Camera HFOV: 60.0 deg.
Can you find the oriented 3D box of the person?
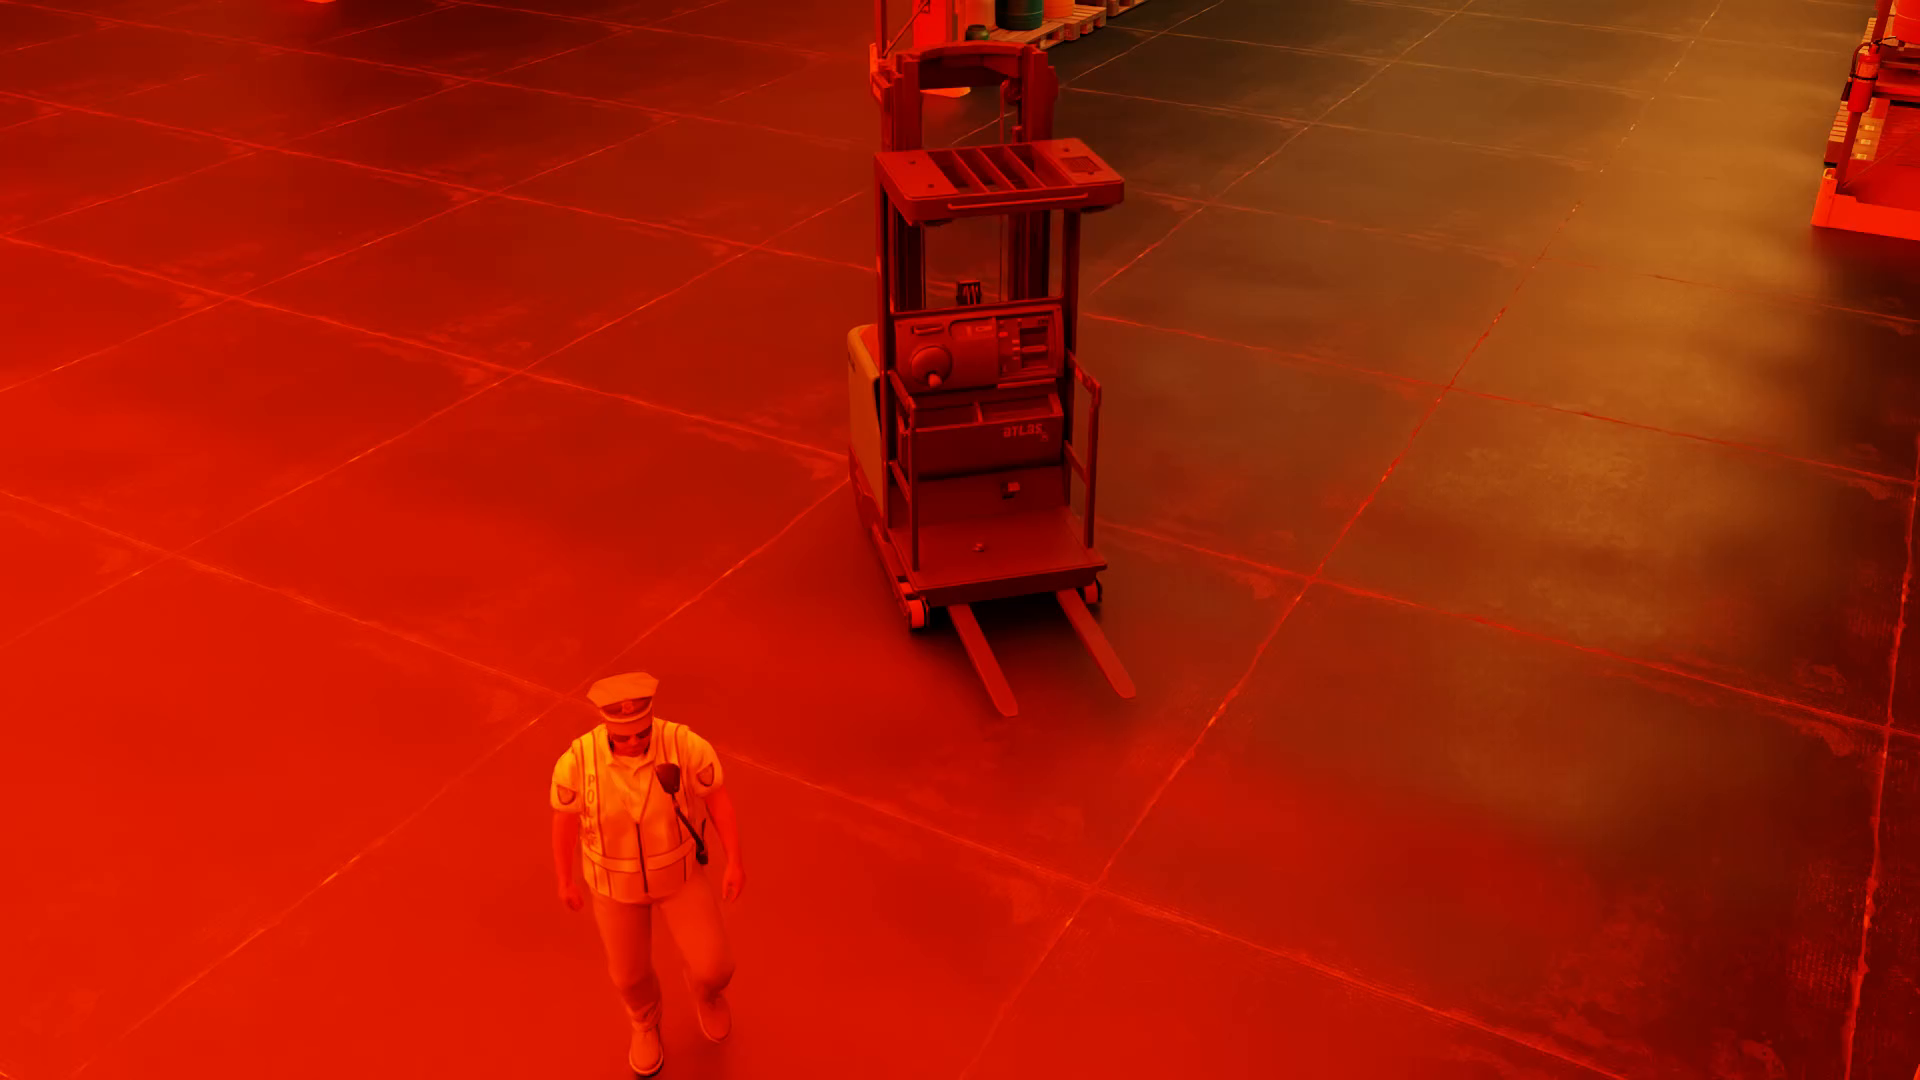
[{"bbox_3d":[-1.135,1.249,6.111,0.682,1.731,0.485,-7,31,-13],"label":"person"}]

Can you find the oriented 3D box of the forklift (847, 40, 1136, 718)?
[{"bbox_3d":[0.165,-0.991,8.787,1.130,2.935,3.031,-7,31,-13],"label":"forklift"}]
